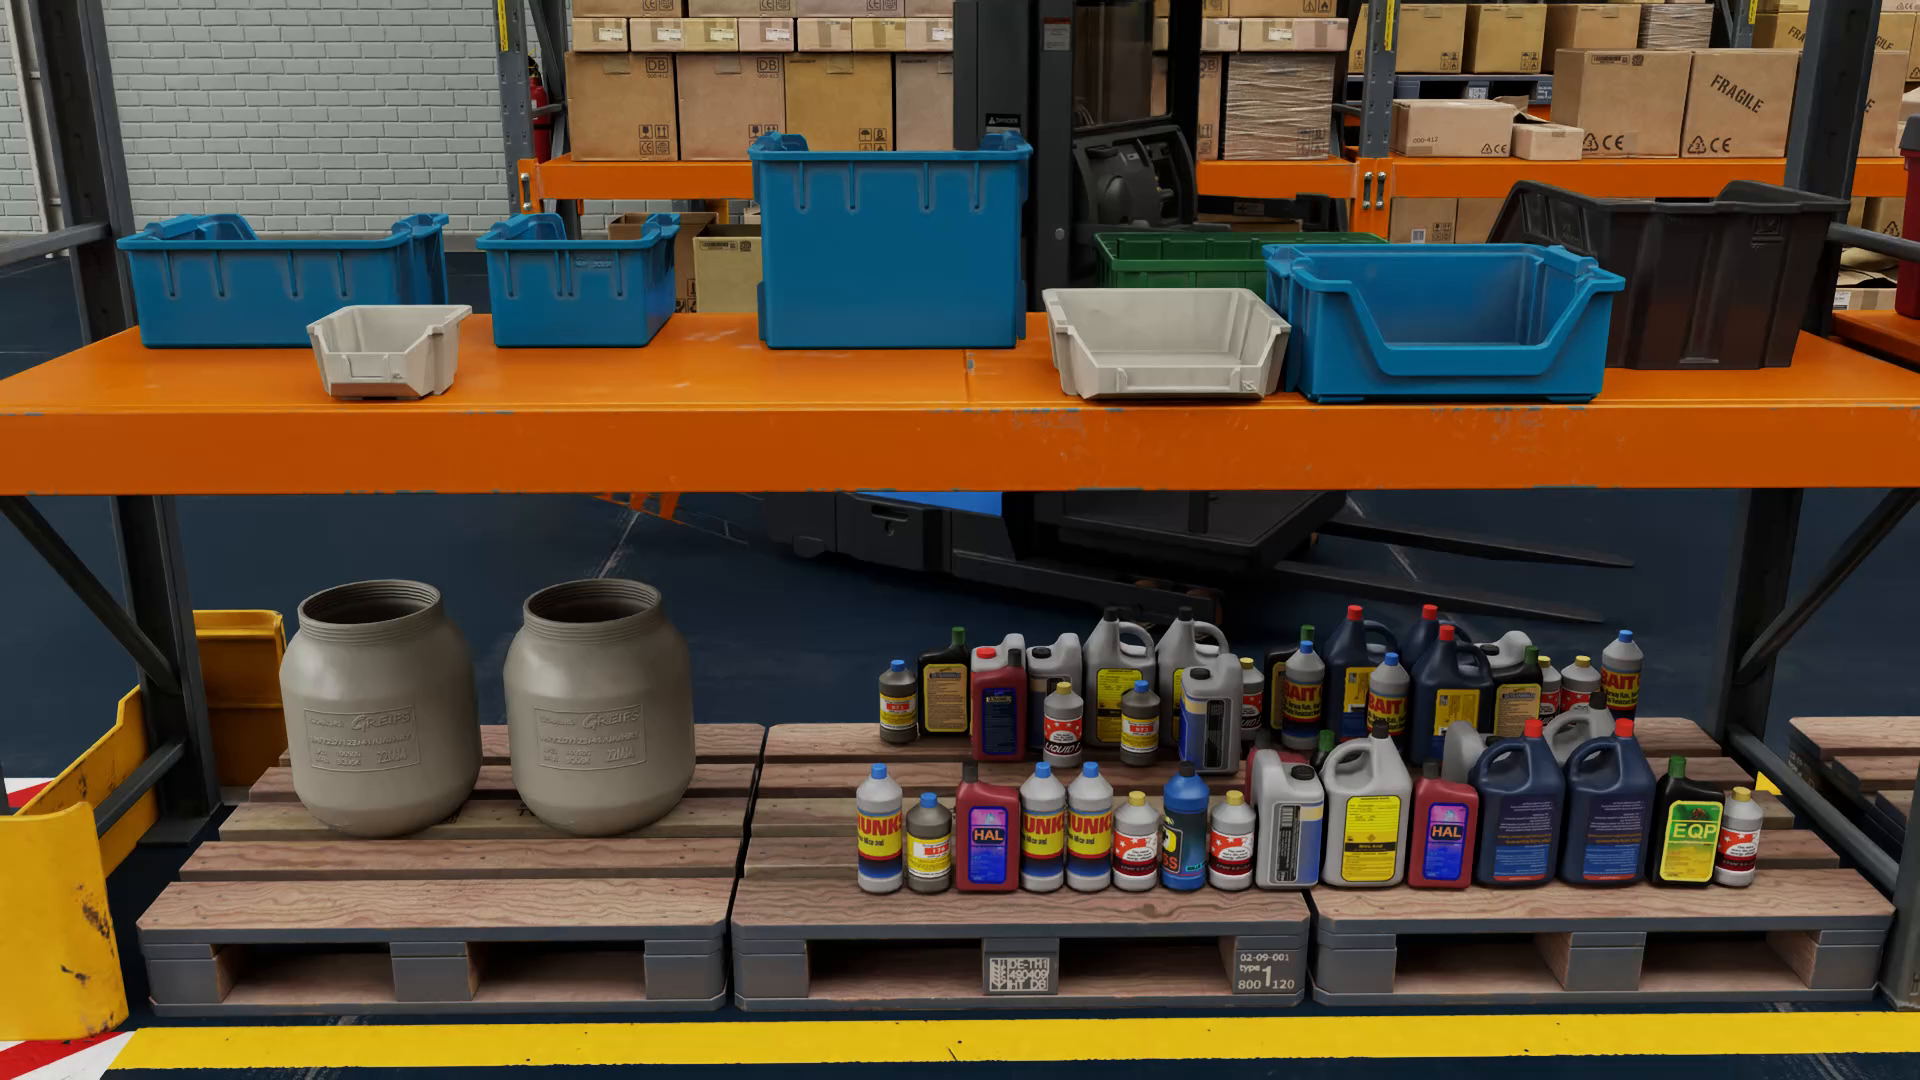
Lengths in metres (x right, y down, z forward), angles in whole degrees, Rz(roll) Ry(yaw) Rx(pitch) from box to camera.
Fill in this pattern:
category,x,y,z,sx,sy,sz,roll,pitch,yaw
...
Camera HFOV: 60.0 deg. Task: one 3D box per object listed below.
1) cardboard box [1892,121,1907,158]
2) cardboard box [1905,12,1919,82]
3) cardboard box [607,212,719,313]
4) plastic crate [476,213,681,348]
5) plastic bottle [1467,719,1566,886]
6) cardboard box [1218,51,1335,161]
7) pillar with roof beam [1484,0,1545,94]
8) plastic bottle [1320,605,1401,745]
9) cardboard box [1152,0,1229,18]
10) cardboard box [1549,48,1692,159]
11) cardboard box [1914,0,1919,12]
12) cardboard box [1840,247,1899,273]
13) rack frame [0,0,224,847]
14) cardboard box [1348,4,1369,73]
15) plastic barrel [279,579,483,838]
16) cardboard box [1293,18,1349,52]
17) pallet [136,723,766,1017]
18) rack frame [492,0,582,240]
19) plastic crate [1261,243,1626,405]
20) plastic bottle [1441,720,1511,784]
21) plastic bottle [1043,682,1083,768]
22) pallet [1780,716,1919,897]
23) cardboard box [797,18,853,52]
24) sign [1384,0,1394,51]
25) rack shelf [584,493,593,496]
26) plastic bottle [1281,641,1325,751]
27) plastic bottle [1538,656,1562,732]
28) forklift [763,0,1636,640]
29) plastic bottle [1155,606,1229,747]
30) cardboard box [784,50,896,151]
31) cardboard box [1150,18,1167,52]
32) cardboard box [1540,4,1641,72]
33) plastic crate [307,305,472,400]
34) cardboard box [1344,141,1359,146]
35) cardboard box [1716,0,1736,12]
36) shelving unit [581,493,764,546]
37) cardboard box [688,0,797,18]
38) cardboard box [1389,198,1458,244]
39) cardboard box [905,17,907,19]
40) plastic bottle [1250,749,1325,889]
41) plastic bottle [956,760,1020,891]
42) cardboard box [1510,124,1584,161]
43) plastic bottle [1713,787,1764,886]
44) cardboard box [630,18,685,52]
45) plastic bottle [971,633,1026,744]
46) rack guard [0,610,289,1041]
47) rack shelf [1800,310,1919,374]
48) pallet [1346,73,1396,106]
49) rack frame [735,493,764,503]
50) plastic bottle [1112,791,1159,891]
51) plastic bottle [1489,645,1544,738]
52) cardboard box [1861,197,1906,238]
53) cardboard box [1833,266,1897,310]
category,x,y,z,sx,sy,sz,roll,pitch,yaw
cardboard box,4.664,-1.984,8.233,0.250,0.149,0.380,1,18,3
cardboard box,7.366,-3.764,12.689,0.500,0.500,0.500,0,18,-1
cardboard box,-1.530,-1.429,8.679,0.500,0.500,0.500,0,18,-1
plastic crate,-0.842,-0.600,3.750,0.408,0.251,0.499,0,18,-1
plastic bottle,1.181,0.549,3.541,0.185,0.351,0.144,-1,18,-4
cardboard box,1.495,-2.151,8.179,0.500,0.500,0.700,-1,18,-2
pillar with roof beam,4.610,-5.439,8.772,0.400,9.000,9.100,0,18,-1
plastic bottle,1.010,0.335,4.208,0.185,0.351,0.144,-1,18,-3
cardboard box,0.989,-2.766,7.972,0.500,0.500,0.700,0,18,-1
cardboard box,3.233,-2.156,8.195,0.500,0.500,0.500,1,18,3
cardboard box,7.351,-4.126,12.586,0.500,0.250,0.500,0,18,0
cardboard box,4.884,-1.367,8.793,0.500,0.311,0.500,-1,18,-2
rack frame,-1.987,-0.575,3.431,0.127,3.000,1.000,0,18,-1
cardboard box,2.925,-3.870,12.817,0.500,0.500,0.700,2,18,5
plastic barrel,-1.330,0.383,3.829,0.421,0.512,0.421,0,18,0
cardboard box,1.670,-2.397,7.884,0.250,0.149,0.380,0,18,-1
pallet,-1.099,0.735,3.910,1.213,0.211,1.003,0,18,-1
rack frame,-2.061,-2.088,8.147,0.127,3.000,1.000,0,18,-1
plastic crate,0.910,-0.436,3.238,0.616,0.251,0.499,0,18,-1
plastic bottle,1.154,0.540,3.693,0.135,0.276,0.152,0,18,-1
plastic bottle,0.254,0.449,4.097,0.097,0.201,0.097,0,18,0
pallet,2.797,0.717,3.965,1.213,0.211,1.003,0,18,-1
cardboard box,-0.633,-2.386,7.850,0.250,0.149,0.380,-1,18,-3
sign,1.949,-2.388,7.534,0.005,0.325,0.100,0,18,-1
rack shelf,-1.428,-0.300,6.370,0.103,0.180,0.258,18,13,-16
plastic bottle,0.864,0.385,4.183,0.097,0.271,0.097,0,18,0
plastic bottle,1.484,0.397,4.260,0.097,0.201,0.097,0,18,0
forklift,0.790,-1.249,5.642,3.031,2.935,1.130,10,20,28
plastic bottle,0.585,0.337,4.202,0.185,0.351,0.144,0,18,-1
cardboard box,-0.573,-2.139,8.141,0.500,0.500,0.700,0,18,0
cardboard box,0.898,-2.393,7.871,0.250,0.149,0.380,0,18,-1
cardboard box,4.828,-3.881,12.850,0.500,0.500,0.700,-2,18,-6
plastic crate,-1.087,-0.356,3.178,0.250,0.136,0.298,0,18,-1
cardboard box,3.032,-3.009,13.160,0.500,0.250,0.500,-1,18,-2
cardboard box,6.305,-4.277,13.059,0.500,0.250,0.500,0,18,1
shelving unit,-1.359,-0.277,6.391,1.200,0.189,0.258,18,13,-16
cardboard box,-1.016,-2.756,7.942,0.500,0.500,0.700,-1,18,-2
cardboard box,3.619,-2.656,13.289,0.500,0.500,0.700,0,18,0
cardboard box,-0.388,-2.511,8.240,0.250,0.149,0.380,0,18,1
plastic bottle,0.696,0.586,3.549,0.135,0.276,0.152,0,18,0
plastic bottle,0.058,0.599,3.495,0.133,0.283,0.061,0,18,0
cardboard box,2.827,-1.930,8.064,0.250,0.149,0.380,0,18,-1
plastic bottle,1.655,0.625,3.549,0.097,0.201,0.097,0,18,0
cardboard box,-1.402,-2.383,7.840,0.250,0.149,0.380,-1,18,-2
plastic bottle,0.095,0.376,4.202,0.135,0.276,0.152,0,18,0
rack guard,-1.912,0.600,3.858,0.348,0.500,1.175,0,18,-1
rack shelf,4.013,-0.262,3.631,4.000,0.370,1.077,0,18,-1
pallet,2.623,-3.488,12.825,1.213,0.211,1.003,0,18,-1
rack frame,-1.325,-0.360,6.372,1.200,0.006,0.240,18,13,-16
plastic bottle,0.373,0.631,3.530,0.097,0.201,0.097,0,18,0
plastic bottle,1.367,0.399,4.119,0.133,0.283,0.061,0,18,-1
cardboard box,7.469,-2.782,13.141,0.750,0.750,0.750,0,18,-1
cardboard box,4.394,-1.201,8.276,0.500,0.311,0.500,0,18,-1
